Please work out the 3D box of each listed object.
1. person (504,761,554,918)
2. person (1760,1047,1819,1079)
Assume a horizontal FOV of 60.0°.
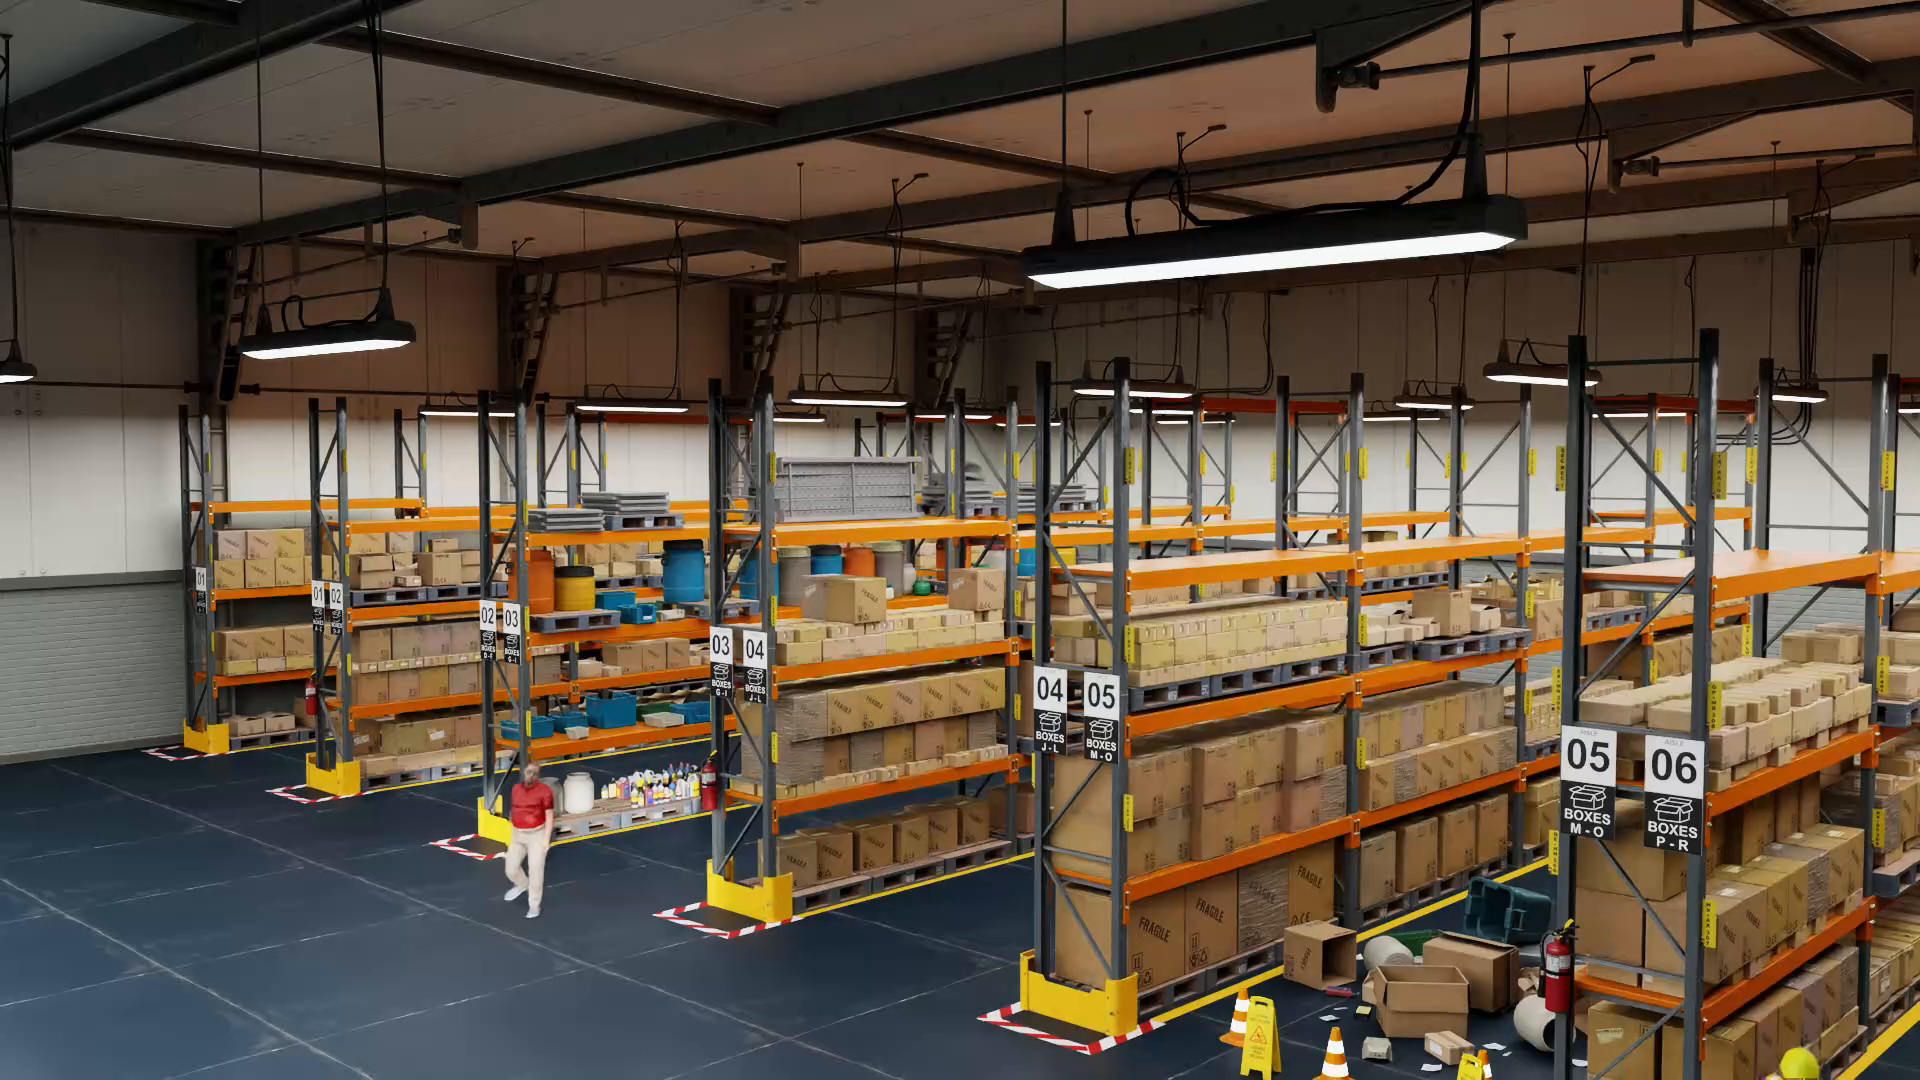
[{"bbox_3d":[-4.848,3.320,18.669,0.710,1.721,0.592,0,3,9],"label":"person"},{"bbox_3d":[4.898,3.783,9.788,0.710,1.693,0.663,3,4,44],"label":"person"}]
